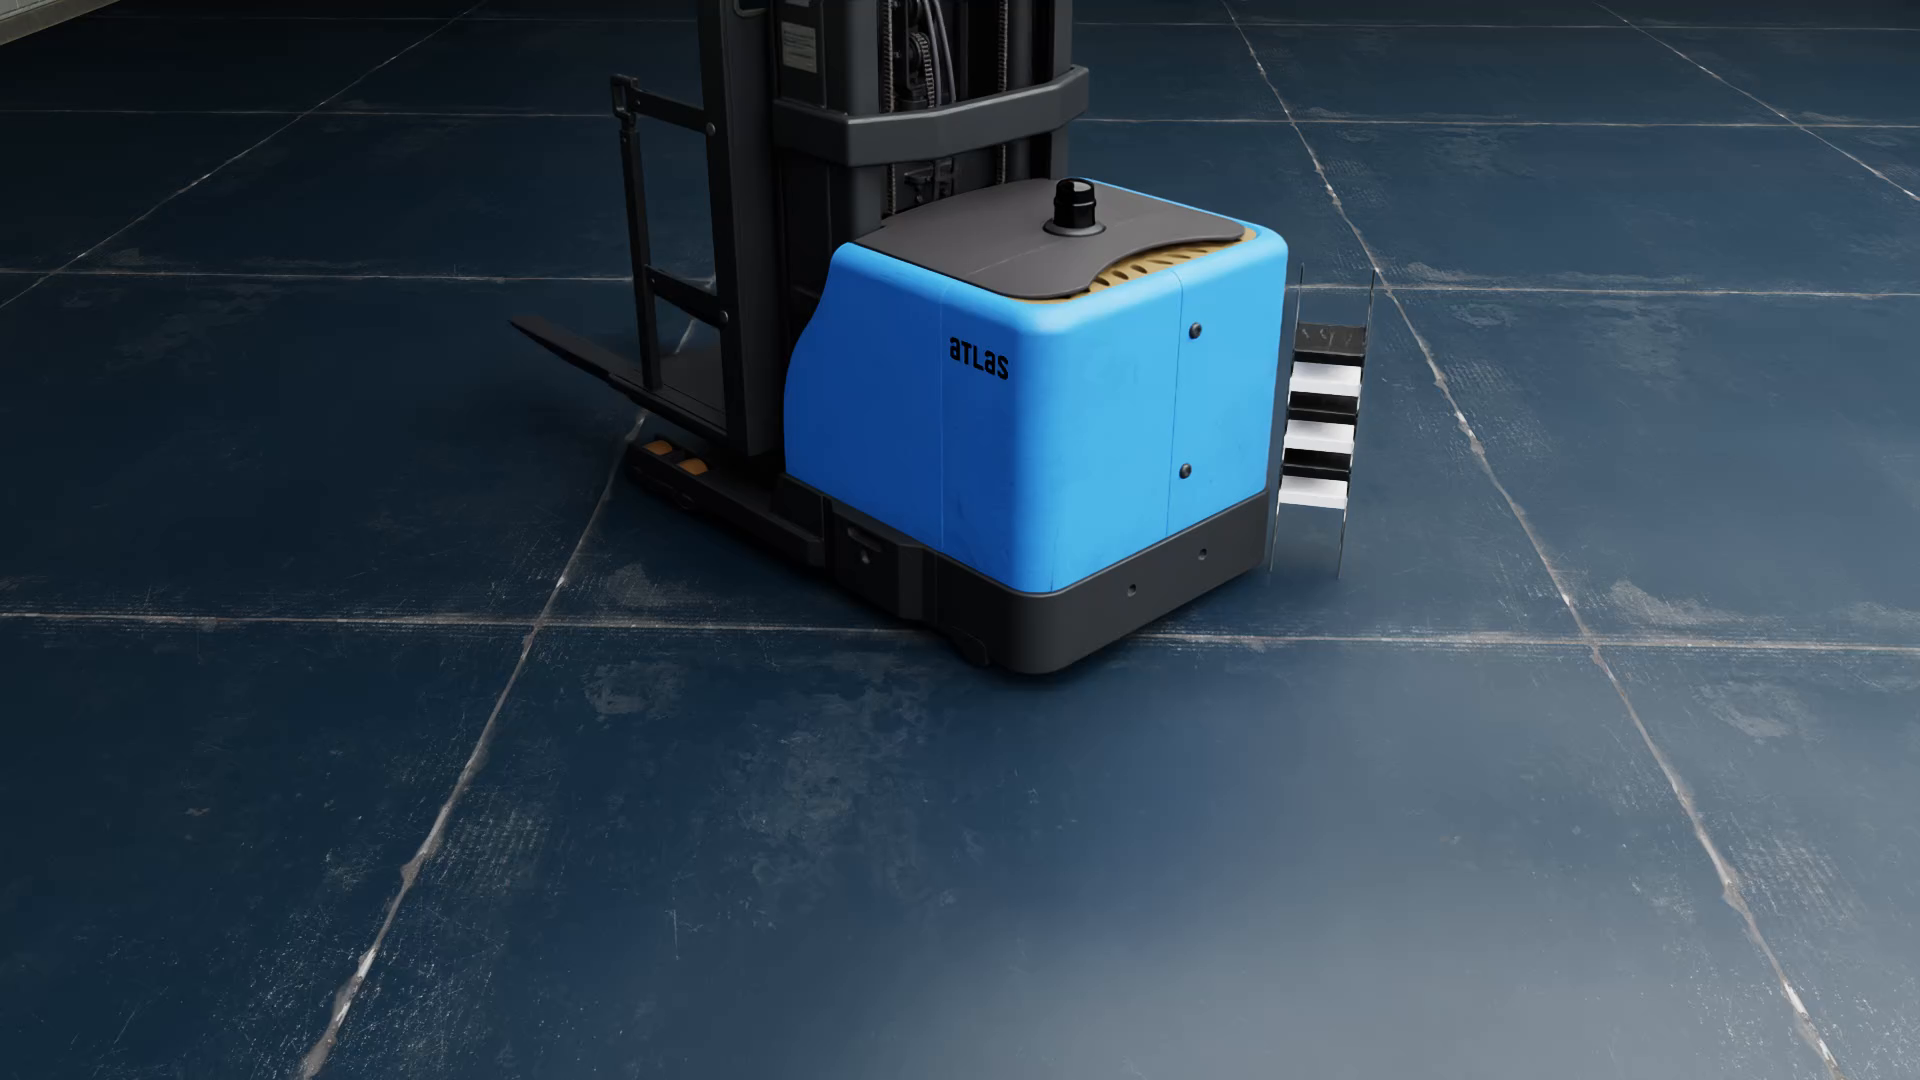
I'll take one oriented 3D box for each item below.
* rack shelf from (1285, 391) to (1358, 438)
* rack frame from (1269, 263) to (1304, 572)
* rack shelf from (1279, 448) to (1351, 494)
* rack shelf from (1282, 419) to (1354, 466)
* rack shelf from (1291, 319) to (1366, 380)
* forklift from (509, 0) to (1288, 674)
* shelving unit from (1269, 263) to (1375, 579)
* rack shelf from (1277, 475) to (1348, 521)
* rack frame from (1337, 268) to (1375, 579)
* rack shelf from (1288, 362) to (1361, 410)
[{"bbox_3d":[1.072,-0.395,4.913,0.200,0.077,0.258,6,29,12],"label":"rack shelf"},{"bbox_3d":[0.973,-0.356,4.960,0.006,0.900,0.240,6,29,12],"label":"rack frame"},{"bbox_3d":[1.072,-0.236,4.997,0.200,0.077,0.258,6,29,12],"label":"rack shelf"},{"bbox_3d":[1.072,-0.315,4.955,0.200,0.077,0.258,6,29,12],"label":"rack shelf"},{"bbox_3d":[1.072,-0.554,4.829,0.200,0.077,0.258,6,29,12],"label":"rack shelf"},{"bbox_3d":[-0.456,-1.539,5.023,1.130,2.935,3.031,-24,36,-37],"label":"forklift"},{"bbox_3d":[1.072,-0.345,4.940,0.210,0.900,0.258,6,29,12],"label":"shelving unit"},{"bbox_3d":[1.072,-0.156,5.039,0.200,0.077,0.258,6,29,12],"label":"rack shelf"},{"bbox_3d":[1.171,-0.334,4.919,0.006,0.900,0.240,6,29,12],"label":"rack frame"},{"bbox_3d":[1.072,-0.474,4.871,0.200,0.077,0.258,6,29,12],"label":"rack shelf"}]
